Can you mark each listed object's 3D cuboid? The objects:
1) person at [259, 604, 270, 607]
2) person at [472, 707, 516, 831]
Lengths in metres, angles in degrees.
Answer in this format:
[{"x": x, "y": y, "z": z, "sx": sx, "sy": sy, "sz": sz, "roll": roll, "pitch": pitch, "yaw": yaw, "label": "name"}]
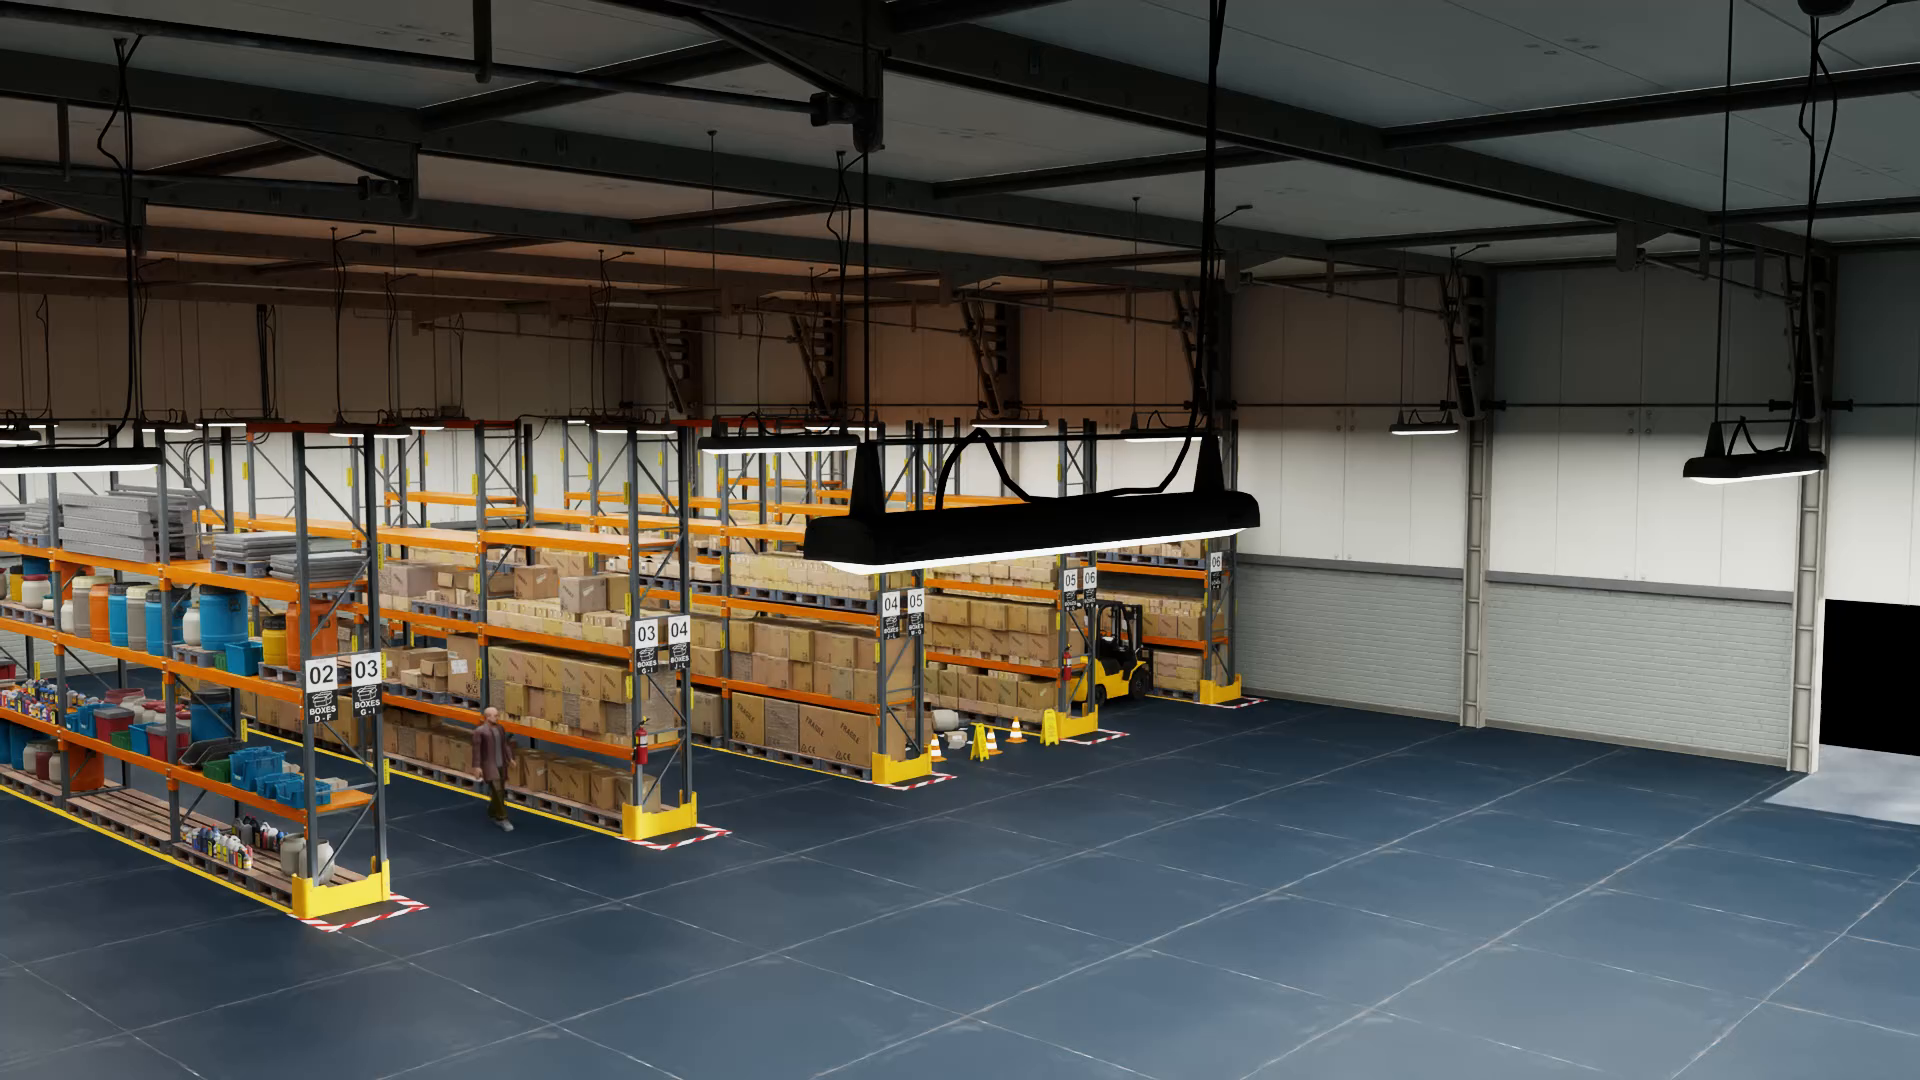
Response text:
[{"x": -16.401, "y": 2.312, "z": 39.227, "sx": 0.515, "sy": 1.635, "sz": 0.993, "roll": 2, "pitch": 5, "yaw": 19, "label": "person"}, {"x": -6.910, "y": 3.522, "z": 24.952, "sx": 0.800, "sy": 1.597, "sz": 0.614, "roll": 3, "pitch": 5, "yaw": 31, "label": "person"}]
